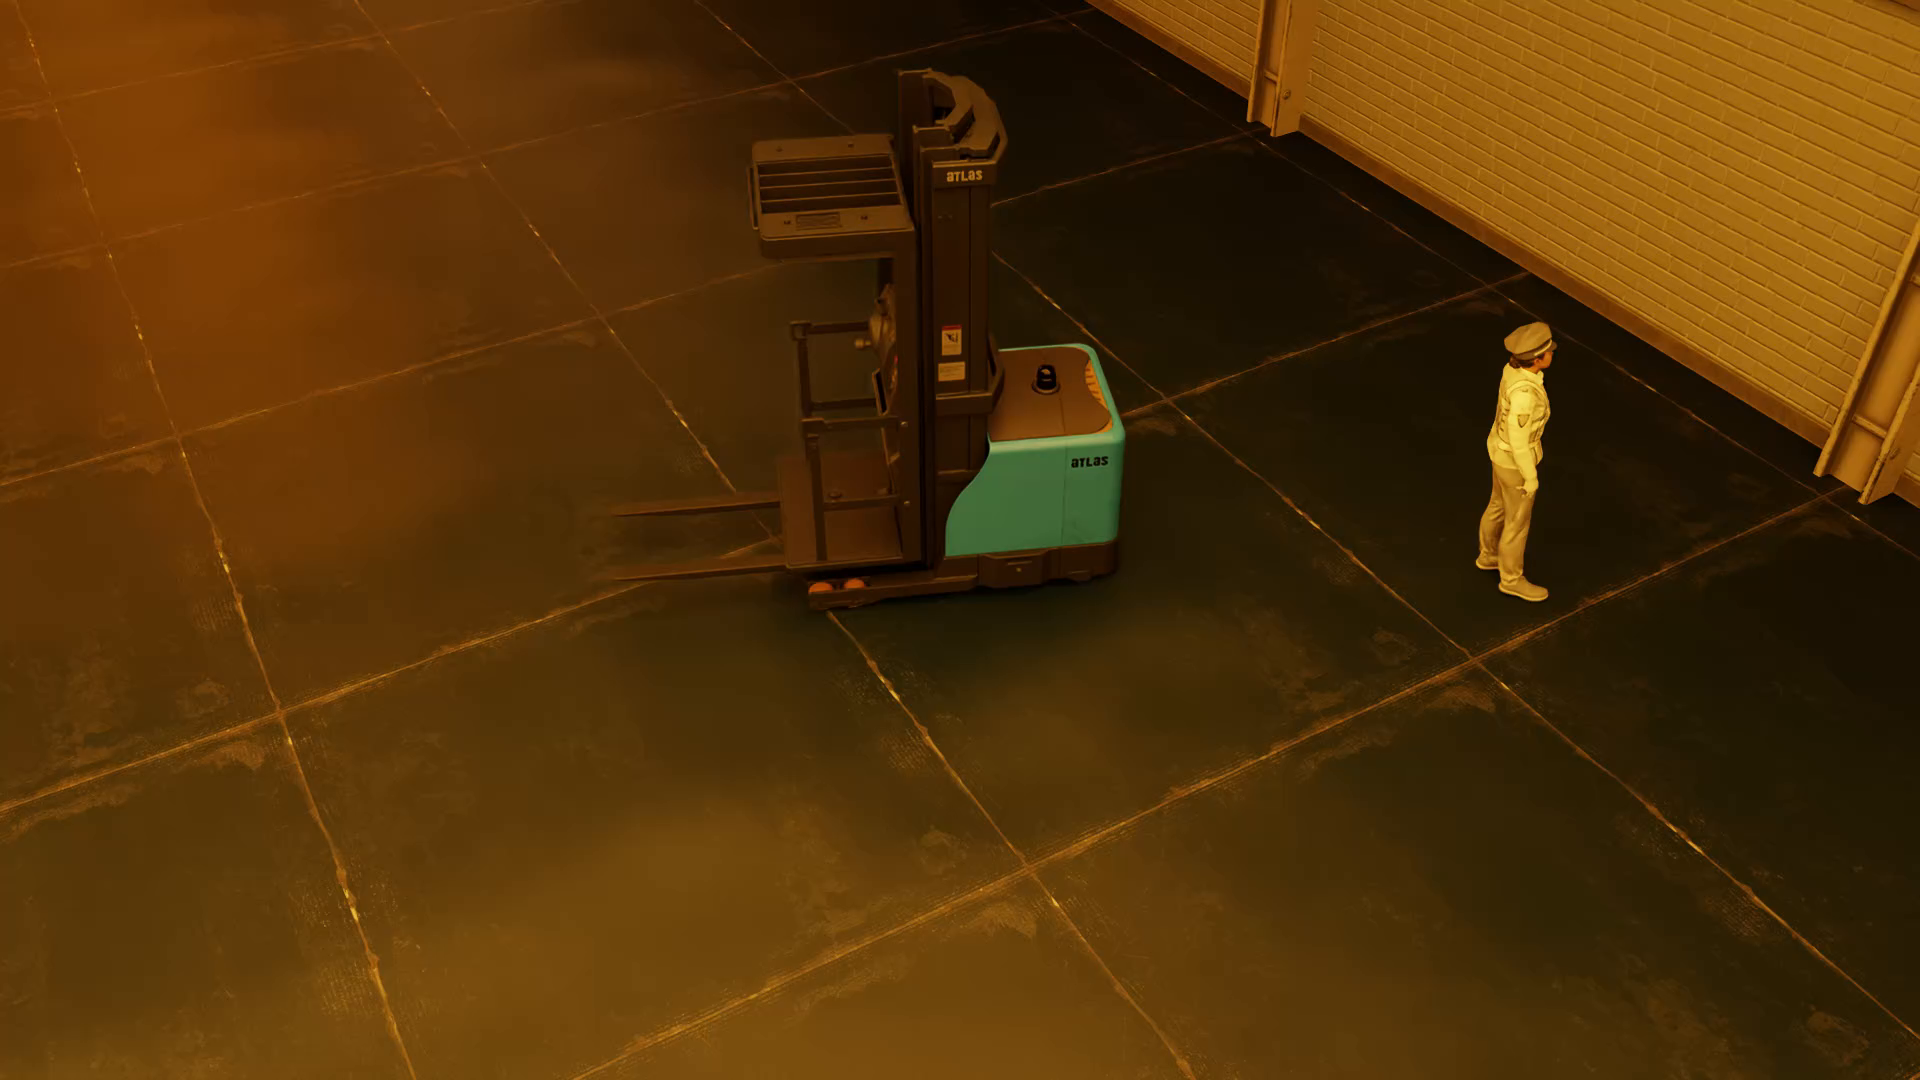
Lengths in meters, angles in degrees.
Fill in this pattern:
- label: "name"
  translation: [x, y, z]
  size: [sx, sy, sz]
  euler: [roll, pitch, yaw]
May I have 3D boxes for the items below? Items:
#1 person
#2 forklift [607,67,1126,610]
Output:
- label: "person"
  translation: [3.264, -0.477, 9.572]
  size: [0.532, 1.693, 0.584]
  euler: [4, 40, 5]
- label: "forklift"
  translation: [-0.604, -1.075, 9.332]
  size: [3.031, 2.935, 1.130]
  euler: [-5, 40, -6]
